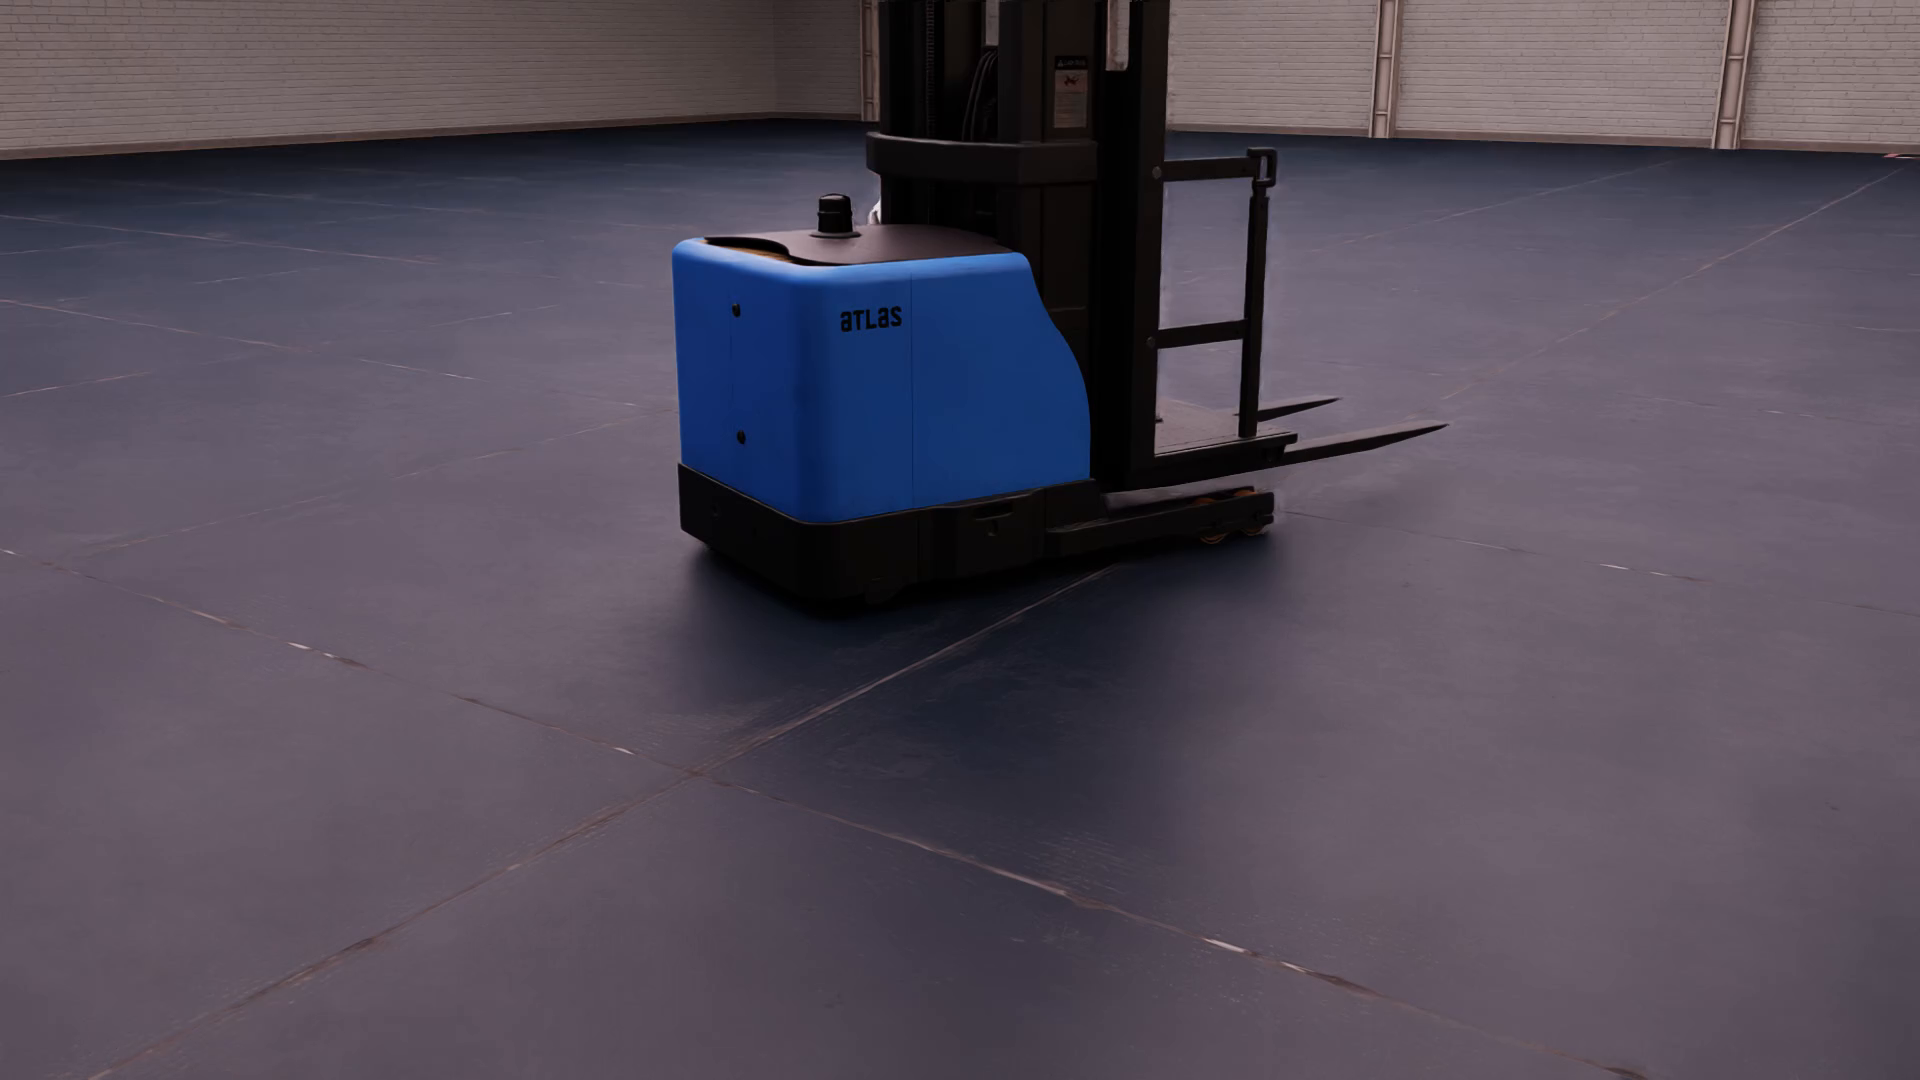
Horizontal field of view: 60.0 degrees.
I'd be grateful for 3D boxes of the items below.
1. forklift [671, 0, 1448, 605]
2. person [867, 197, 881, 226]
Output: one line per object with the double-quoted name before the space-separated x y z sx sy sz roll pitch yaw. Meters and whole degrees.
"forklift" 0.531 -1.504 5.862 3.031 2.935 1.130 -11 20 -32
"person" -0.098 -1.321 7.514 0.564 1.709 1.145 8 18 24
